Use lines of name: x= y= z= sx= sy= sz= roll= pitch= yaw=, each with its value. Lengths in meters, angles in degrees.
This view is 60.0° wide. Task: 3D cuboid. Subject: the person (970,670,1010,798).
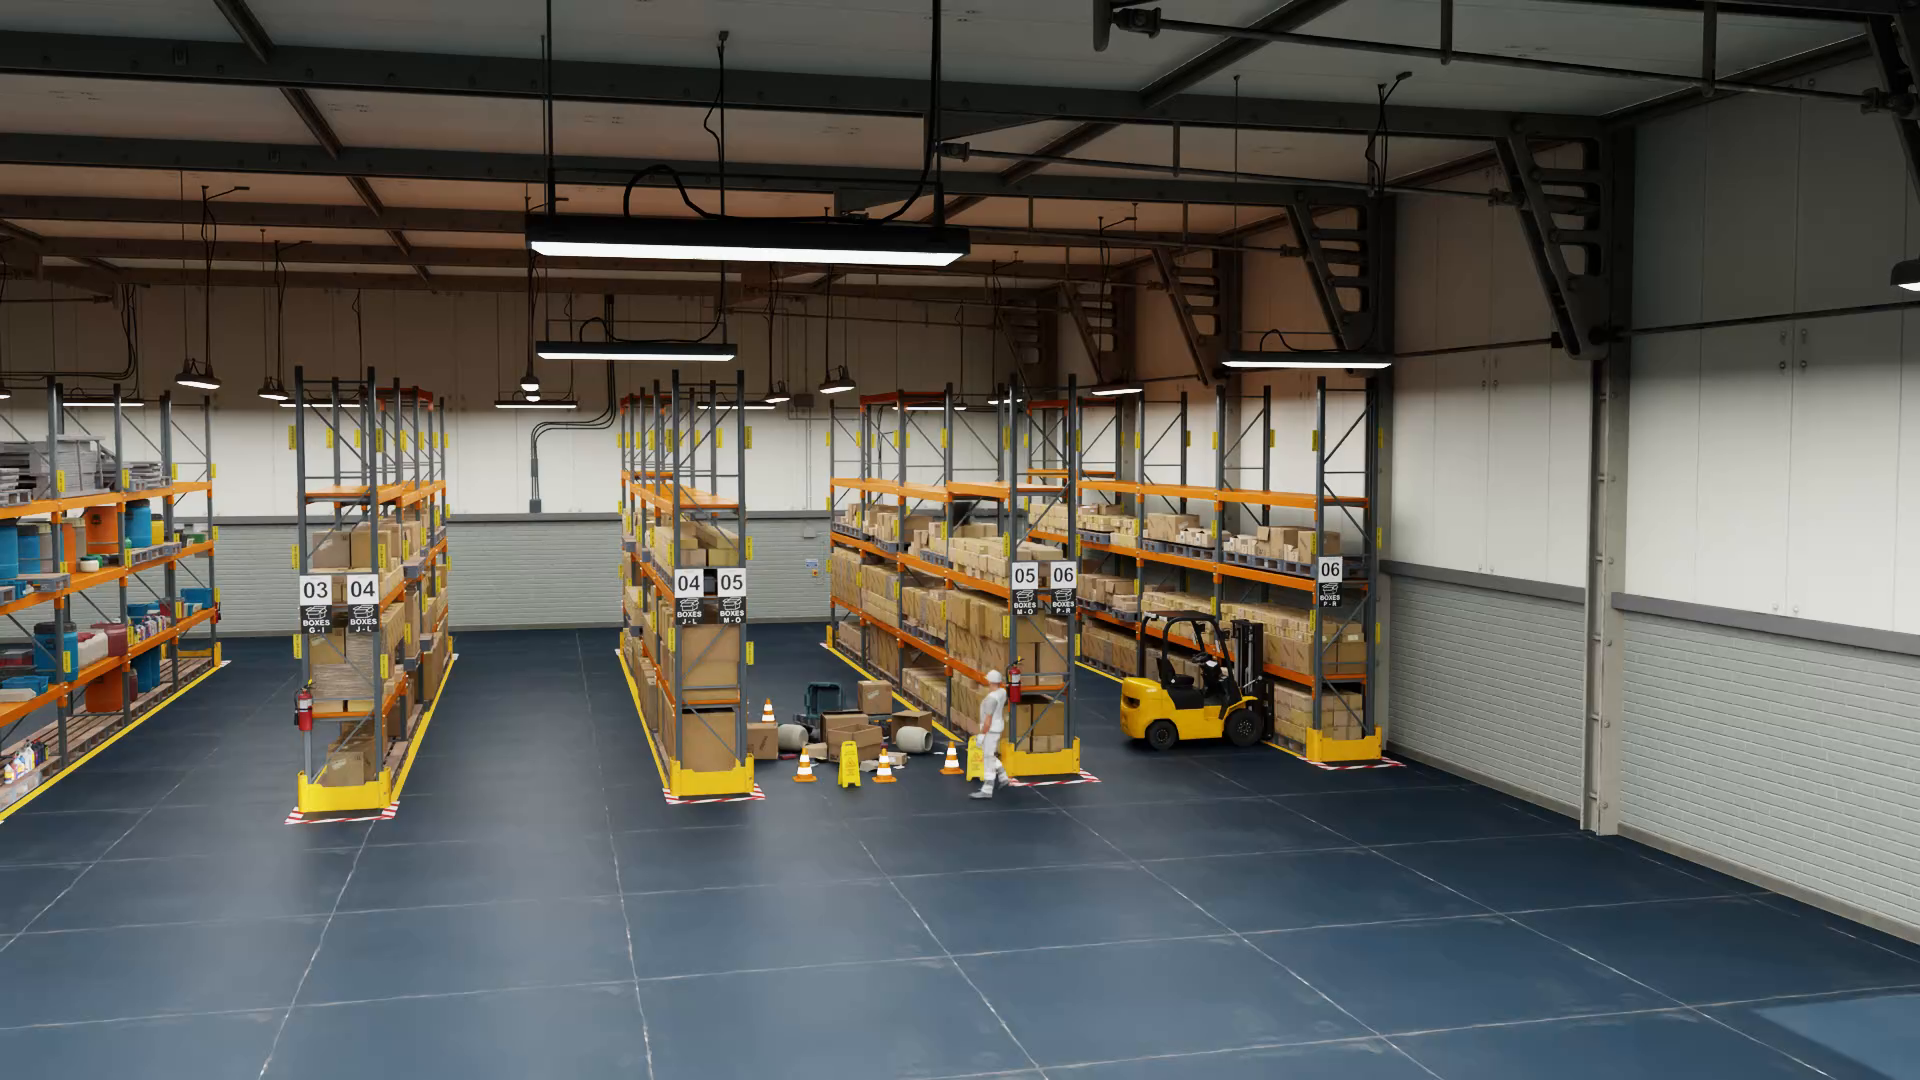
person: x=0.436 y=2.703 z=23.382 sx=0.519 sy=1.784 sz=0.635 roll=1 pitch=3 yaw=10
